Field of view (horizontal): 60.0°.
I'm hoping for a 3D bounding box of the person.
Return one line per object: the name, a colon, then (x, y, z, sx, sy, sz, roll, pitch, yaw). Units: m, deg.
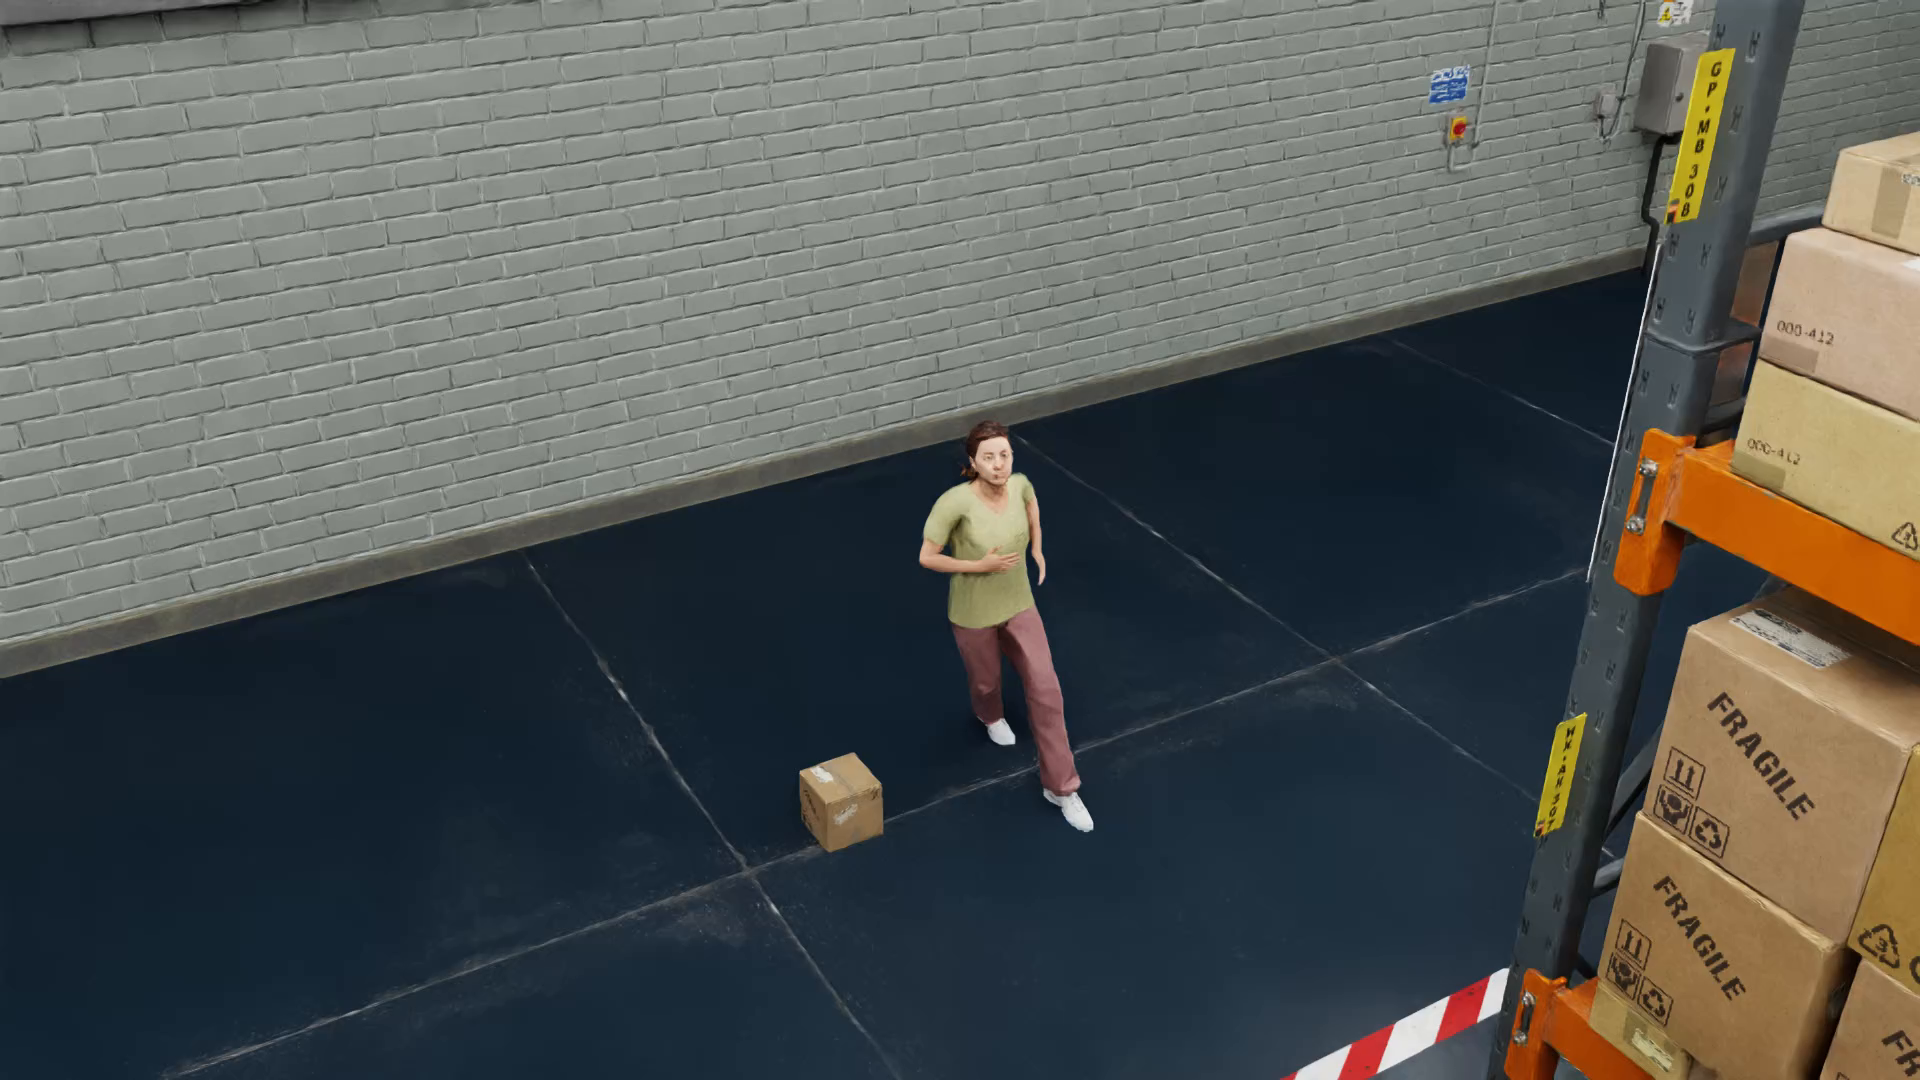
person: (0.140, 0.323, 6.663, 0.589, 1.597, 0.928, -9, 30, -16)
